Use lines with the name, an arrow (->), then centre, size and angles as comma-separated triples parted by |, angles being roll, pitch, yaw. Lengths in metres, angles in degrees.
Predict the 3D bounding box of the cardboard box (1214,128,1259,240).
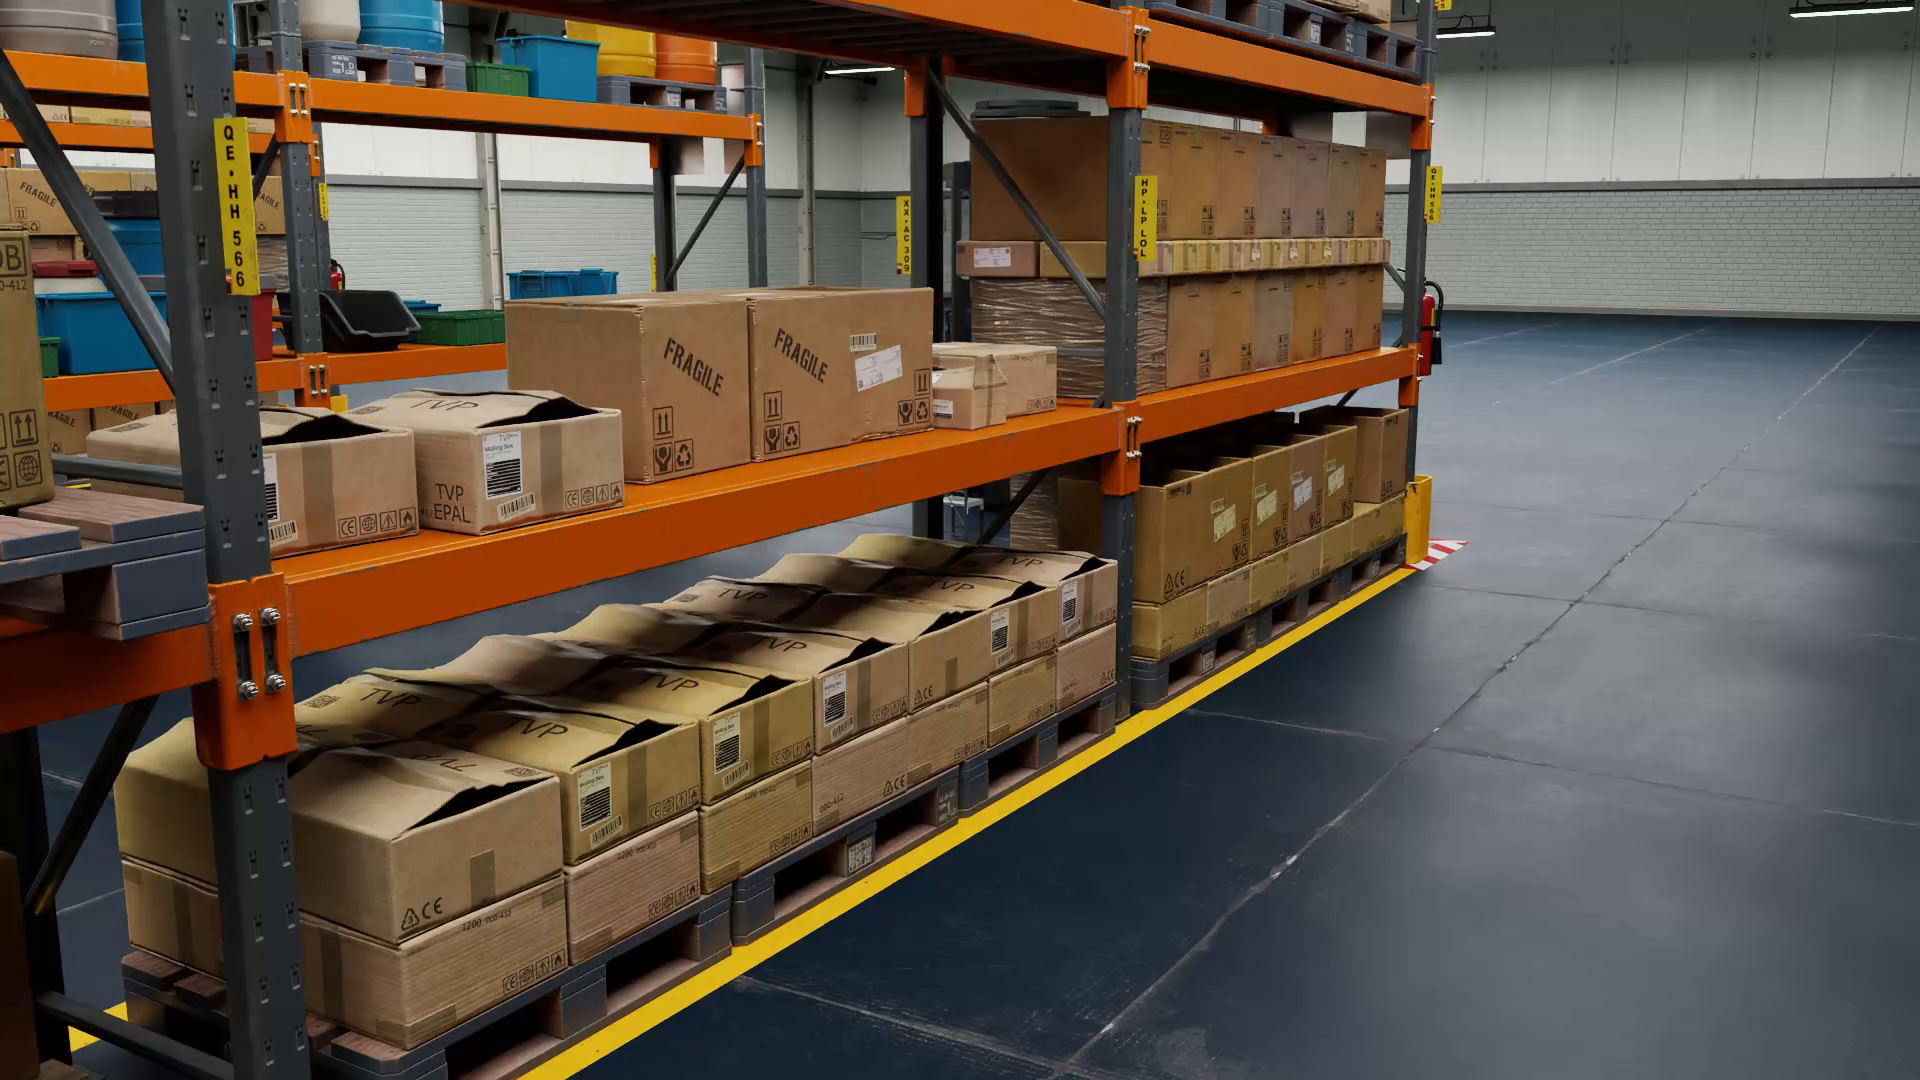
cardboard box -> 0.997, -1.688, 7.939 | 0.700, 0.500, 0.500 | 6, 12, 31

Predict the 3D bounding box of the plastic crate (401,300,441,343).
plastic crate -> -3.639, -1.374, 10.459 | 0.499, 0.251, 0.616 | 6, 12, 31

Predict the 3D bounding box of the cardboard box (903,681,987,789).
cardboard box -> -0.247, 0.625, 5.710 | 0.500, 0.250, 0.500 | 7, 13, 32

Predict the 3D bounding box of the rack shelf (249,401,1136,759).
rack shelf -> -0.788, -0.105, 5.232 | 1.077, 0.370, 4.000 | 6, 12, 31

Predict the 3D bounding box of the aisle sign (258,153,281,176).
aisle sign -> -6.362, -3.665, 15.231 | 0.394, 0.787, 0.004 | 6, 12, 31

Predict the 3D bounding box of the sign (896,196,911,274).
sign -> -0.225, -1.290, 7.041 | 0.100, 0.325, 0.005 | 6, 12, 31

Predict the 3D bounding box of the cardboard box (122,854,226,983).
cardboard box -> -1.762, 0.895, 4.267 | 0.500, 0.250, 0.500 | 7, 13, 32

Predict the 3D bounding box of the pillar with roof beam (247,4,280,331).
pillar with roof beam -> -10.074, -8.171, 30.059 | 9.100, 9.000, 0.548 | 6, 12, 31

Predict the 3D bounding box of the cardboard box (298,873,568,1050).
cardboard box -> -1.304, 0.947, 3.990 | 0.500, 0.250, 0.500 | 6, 12, 30

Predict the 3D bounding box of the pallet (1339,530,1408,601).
pallet -> 1.966, 0.093, 9.799 | 1.003, 0.211, 1.213 | 6, 12, 31

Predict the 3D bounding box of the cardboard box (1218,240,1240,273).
cardboard box -> 1.085, -1.325, 7.763 | 0.380, 0.149, 0.250 | 6, 12, 29

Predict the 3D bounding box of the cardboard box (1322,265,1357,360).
cardboard box -> 1.805, -1.296, 9.368 | 0.700, 0.500, 0.500 | 7, 13, 32

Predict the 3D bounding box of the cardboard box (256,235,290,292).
cardboard box -> -6.447, -2.461, 14.780 | 0.875, 0.500, 0.500 | 6, 12, 31

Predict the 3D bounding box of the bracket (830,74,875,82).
bracket -> -2.965, -13.493, 48.708 | 0.076, 0.066, 3.189 | 6, 12, 31

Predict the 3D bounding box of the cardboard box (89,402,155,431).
cardboard box -> -7.099, -1.036, 13.904 | 0.500, 0.500, 0.500 | 8, 13, 36

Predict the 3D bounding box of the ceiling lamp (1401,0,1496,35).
ceiling lamp -> 9.995, -11.860, 33.792 | 2.000, 3.144, 0.800 | 6, 12, 31

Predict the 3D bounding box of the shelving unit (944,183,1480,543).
shelving unit -> 3.863, -4.651, 27.289 | 11.303, 3.100, 33.289 | 6, 12, 31

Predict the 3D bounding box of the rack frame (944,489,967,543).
rack frame -> -0.057, -0.425, 10.694 | 0.240, 0.900, 0.006 | 6, 12, 31

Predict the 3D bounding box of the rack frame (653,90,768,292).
rack frame -> -1.905, -1.876, 12.737 | 1.000, 3.000, 0.127 | 6, 12, 31

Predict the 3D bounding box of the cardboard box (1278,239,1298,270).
cardboard box -> 1.488, -1.448, 8.415 | 0.380, 0.149, 0.250 | 6, 12, 30

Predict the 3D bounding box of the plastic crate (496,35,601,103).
plastic crate -> -2.637, -3.014, 10.707 | 0.392, 0.384, 0.575 | 6, 12, 31

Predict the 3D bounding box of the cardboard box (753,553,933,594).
cardboard box -> -0.442, 0.216, 6.371 | 0.500, 0.311, 0.500 | 6, 12, 30

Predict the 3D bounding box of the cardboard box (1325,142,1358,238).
cardboard box -> 1.778, -1.925, 9.203 | 0.700, 0.500, 0.500 | 6, 12, 29

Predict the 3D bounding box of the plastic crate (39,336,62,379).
plastic crate -> -4.644, -0.842, 7.789 | 0.450, 0.188, 0.662 | 6, 12, 31

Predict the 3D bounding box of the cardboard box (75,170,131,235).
cardboard box -> -6.995, -2.690, 13.290 | 0.500, 0.500, 0.500 | 6, 12, 31

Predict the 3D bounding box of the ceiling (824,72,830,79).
ceiling -> -4.607, -11.636, 31.763 | 15.077, 2.816, 27.630 | 6, 12, 31

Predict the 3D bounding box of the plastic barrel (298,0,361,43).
plastic barrel -> -3.590, -3.031, 9.313 | 0.421, 0.512, 0.421 | 0, 11, 0

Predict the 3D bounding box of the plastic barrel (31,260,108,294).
plastic barrel -> -4.665, -1.184, 8.673 | 0.433, 0.535, 0.433 | 0, 11, 0

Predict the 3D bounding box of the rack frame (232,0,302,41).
rack frame -> -3.981, -4.196, 8.825 | 1.000, 3.000, 0.127 | 6, 12, 31

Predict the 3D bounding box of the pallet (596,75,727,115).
pallet -> -2.418, -3.137, 11.833 | 1.003, 0.211, 1.213 | 6, 12, 31

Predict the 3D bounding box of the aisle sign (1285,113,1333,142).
aisle sign -> 2.099, -2.719, 10.179 | 0.394, 0.787, 0.004 | 6, 12, 31

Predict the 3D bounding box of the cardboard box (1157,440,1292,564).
cardboard box -> 1.278, -0.197, 8.061 | 0.500, 0.500, 0.500 | 6, 12, 31

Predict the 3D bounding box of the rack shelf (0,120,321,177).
rack shelf -> -7.176, -3.155, 13.375 | 1.077, 0.370, 4.000 | 6, 12, 31

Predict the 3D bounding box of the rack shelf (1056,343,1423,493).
rack shelf -> 1.289, -0.734, 8.592 | 1.077, 0.370, 4.000 | 6, 12, 31

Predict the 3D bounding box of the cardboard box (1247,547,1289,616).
cardboard box -> 1.278, 0.172, 8.130 | 0.500, 0.250, 0.500 | 6, 12, 31

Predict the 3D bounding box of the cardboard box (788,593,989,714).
cardboard box -> -0.241, 0.348, 5.664 | 0.500, 0.311, 0.500 | 6, 12, 31

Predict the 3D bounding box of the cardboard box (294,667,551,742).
cardboard box -> -1.501, 0.537, 4.654 | 0.500, 0.311, 0.500 | 6, 12, 30

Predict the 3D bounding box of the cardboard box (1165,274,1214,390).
cardboard box -> 0.744, -0.976, 7.659 | 0.700, 0.500, 0.500 | 6, 12, 30

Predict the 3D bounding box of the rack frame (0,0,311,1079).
rack frame -> -1.826, -0.144, 3.486 | 1.000, 3.000, 0.127 | 6, 12, 31

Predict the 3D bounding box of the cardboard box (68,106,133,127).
cardboard box -> -6.958, -3.411, 13.196 | 0.500, 0.250, 0.500 | 6, 12, 30

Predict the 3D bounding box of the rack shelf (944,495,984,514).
rack shelf -> -0.004, -0.231, 10.818 | 0.258, 0.077, 0.200 | 6, 12, 31

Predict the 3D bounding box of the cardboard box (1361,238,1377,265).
cardboard box -> 2.157, -1.650, 9.499 | 0.380, 0.149, 0.250 | 7, 13, 32

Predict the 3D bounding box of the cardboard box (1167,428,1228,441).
cardboard box -> 1.077, -0.327, 8.756 | 0.500, 0.500, 0.500 | 6, 12, 31

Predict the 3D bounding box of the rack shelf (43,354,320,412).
rack shelf -> -5.020, -0.579, 7.763 | 1.077, 0.370, 4.000 | 6, 12, 31

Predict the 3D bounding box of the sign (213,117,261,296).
sign -> -1.358, -0.624, 3.117 | 0.100, 0.325, 0.005 | 6, 12, 31

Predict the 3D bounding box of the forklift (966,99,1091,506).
forklift -> 0.442, -1.913, 13.120 | 1.130, 2.935, 3.031 | -2, 11, -8

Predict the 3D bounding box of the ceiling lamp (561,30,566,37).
ceiling lamp -> -7.085, -11.788, 33.517 | 2.000, 3.185, 0.800 | 6, 12, 31

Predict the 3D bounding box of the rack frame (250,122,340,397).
rack frame -> -6.138, -2.349, 15.265 | 1.000, 3.000, 0.127 | 6, 12, 31

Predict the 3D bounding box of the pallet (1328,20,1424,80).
pallet -> 1.938, -2.724, 9.358 | 1.003, 0.211, 1.213 | 6, 12, 31

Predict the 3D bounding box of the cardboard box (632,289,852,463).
cardboard box -> -0.696, -0.541, 5.337 | 0.500, 0.500, 0.500 | 6, 12, 31

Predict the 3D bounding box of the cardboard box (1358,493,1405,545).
cardboard box -> 2.301, -0.144, 9.819 | 0.500, 0.250, 0.500 | 6, 12, 31

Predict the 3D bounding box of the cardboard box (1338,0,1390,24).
cardboard box -> 1.954, -2.872, 8.791 | 0.500, 0.250, 0.500 | 6, 12, 31
